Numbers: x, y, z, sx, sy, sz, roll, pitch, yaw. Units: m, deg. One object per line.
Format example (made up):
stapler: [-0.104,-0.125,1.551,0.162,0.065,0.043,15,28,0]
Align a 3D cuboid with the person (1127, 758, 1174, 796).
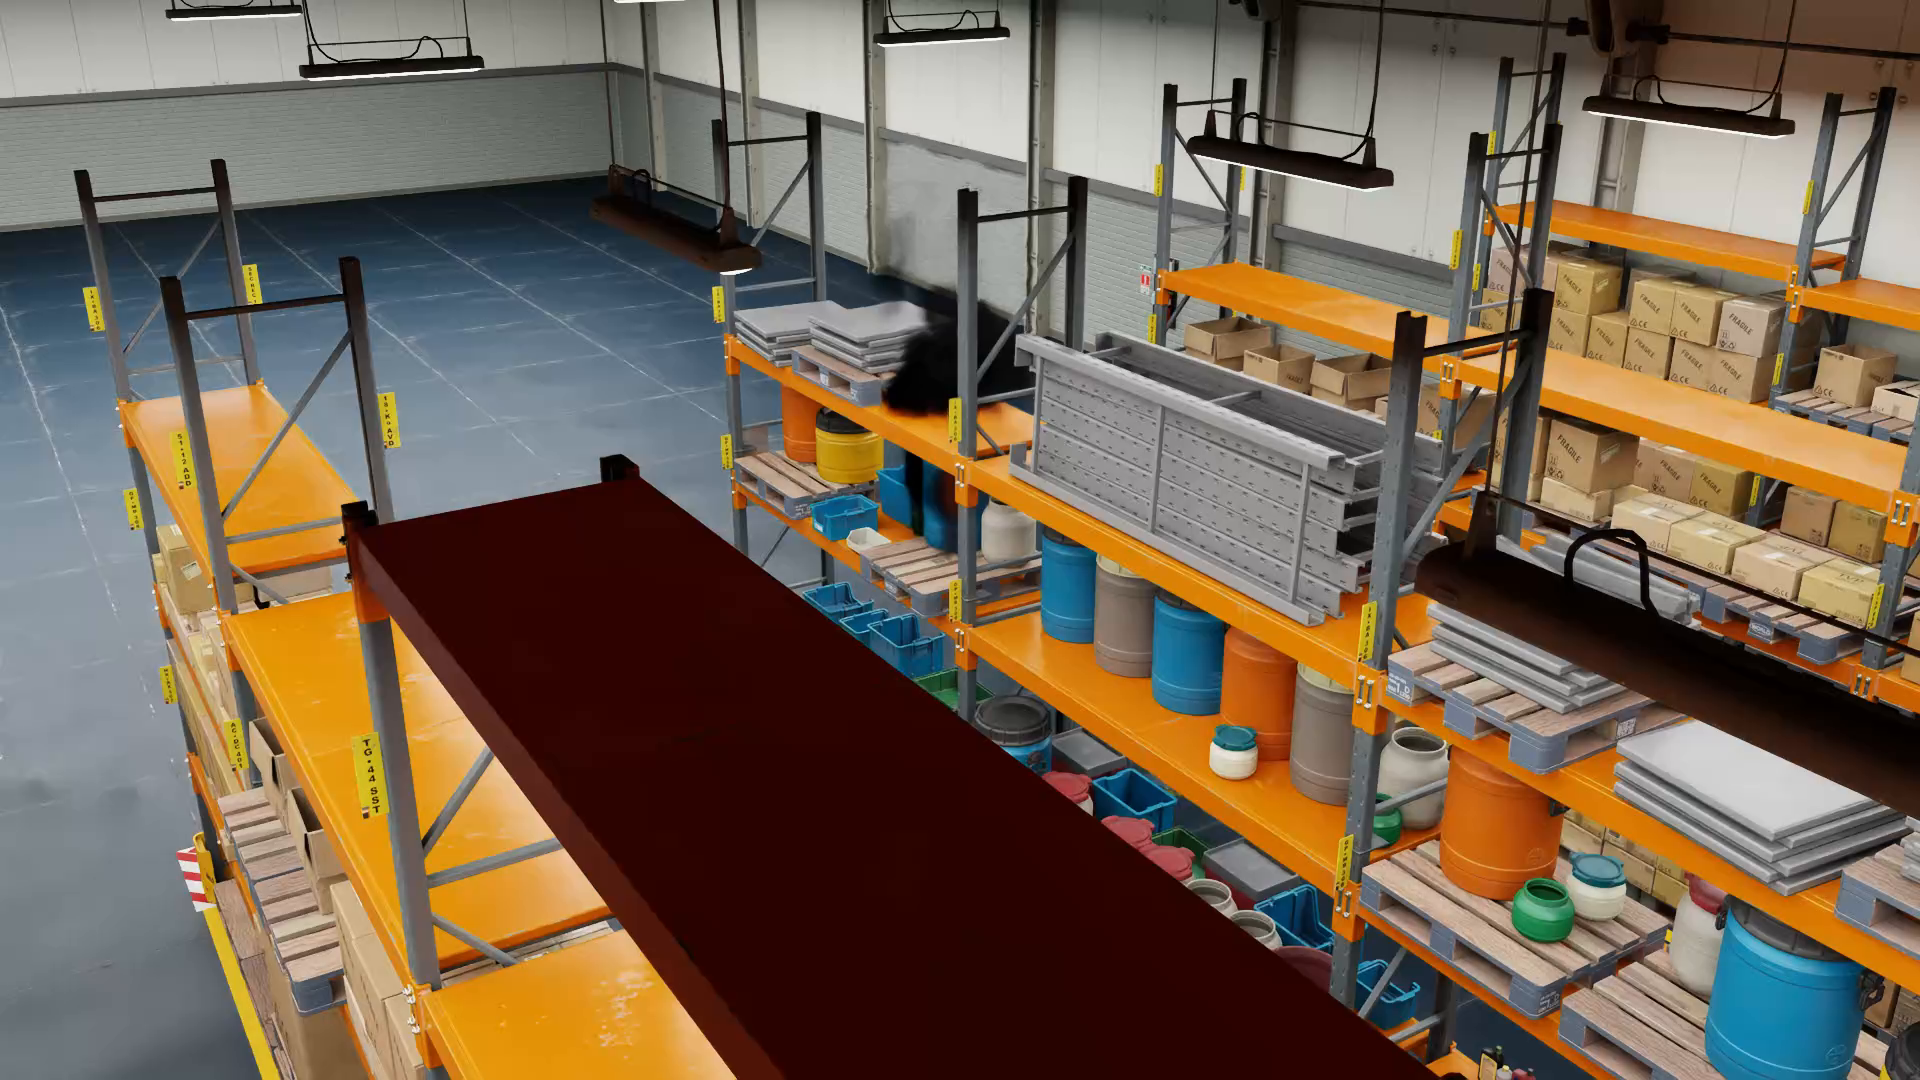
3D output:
person: [1.634,1.720,14.806,0.576,1.715,0.640,19,29,40]
